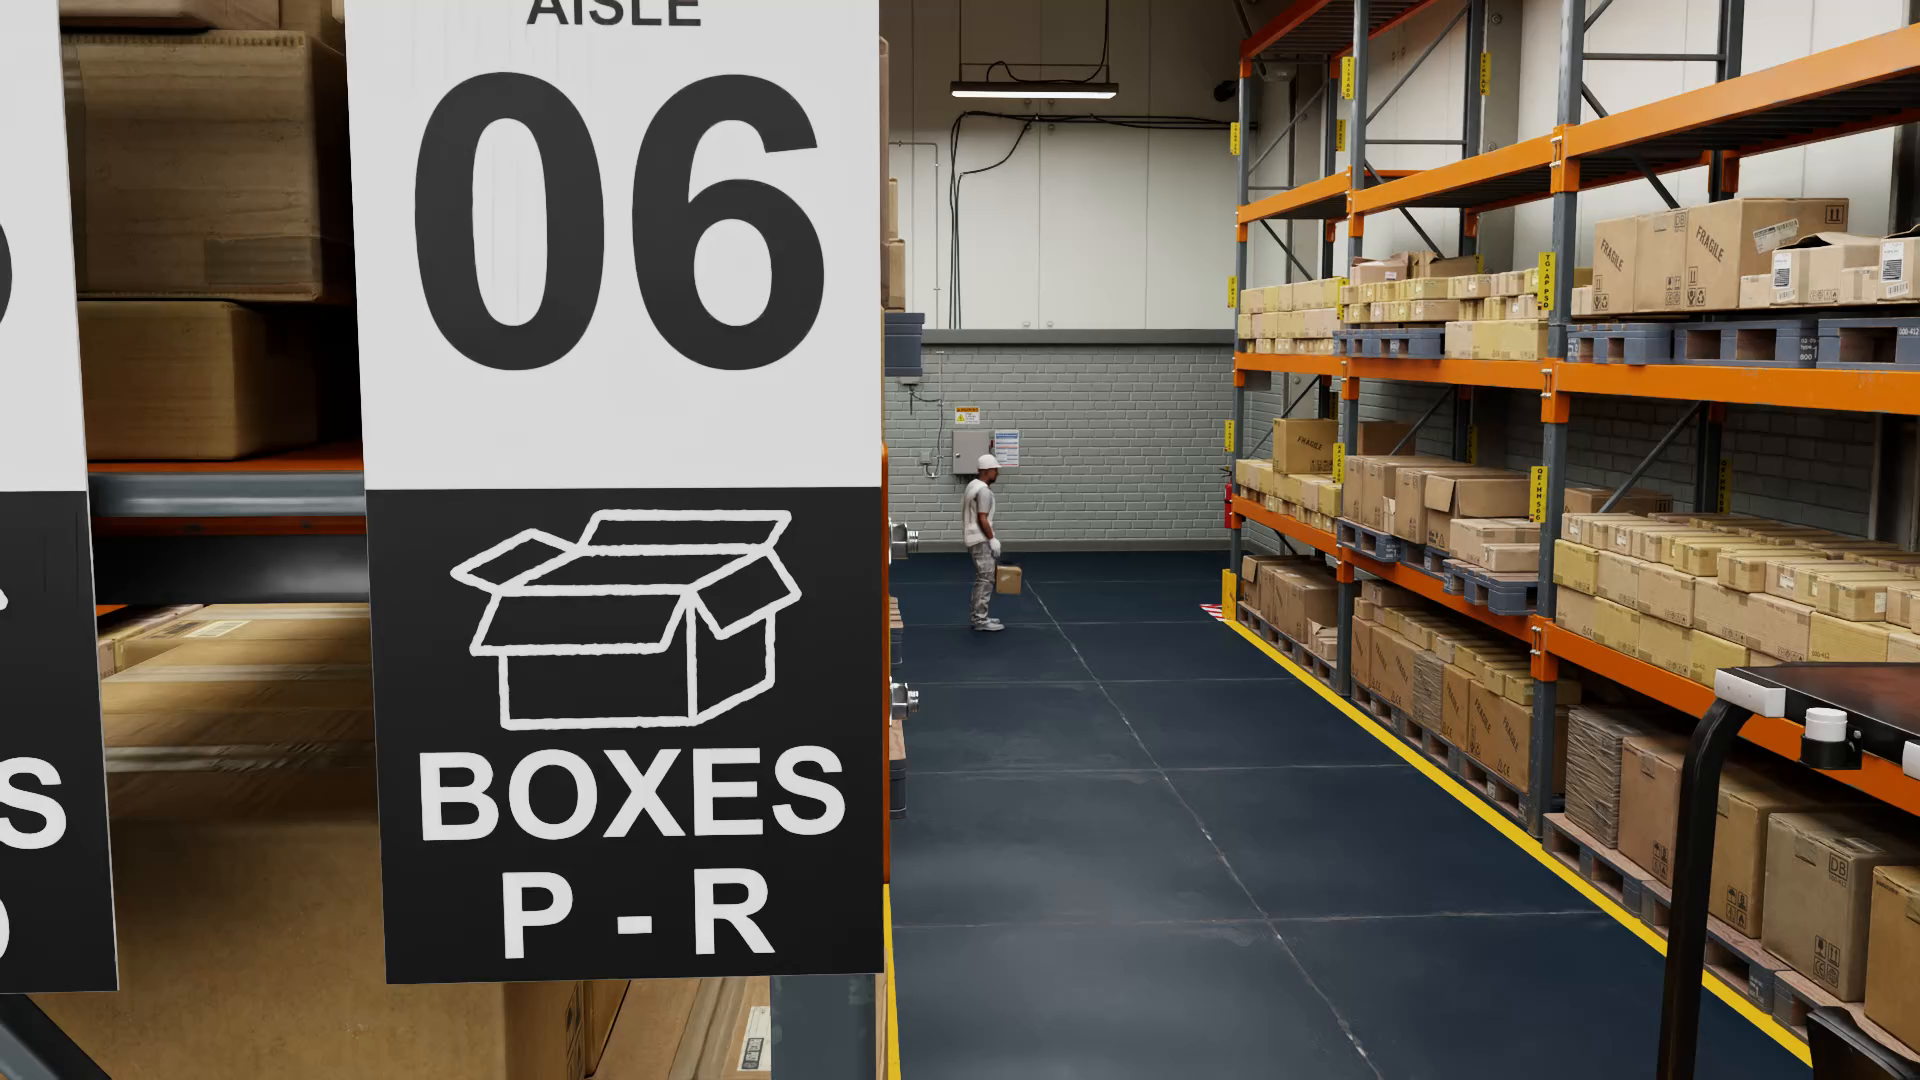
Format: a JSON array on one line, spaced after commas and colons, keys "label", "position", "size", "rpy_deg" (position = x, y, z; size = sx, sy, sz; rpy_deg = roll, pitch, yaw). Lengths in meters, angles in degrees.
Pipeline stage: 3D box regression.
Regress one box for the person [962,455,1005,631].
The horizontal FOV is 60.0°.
[{"label": "person", "position": [0.234, 0.019, 17.011], "size": [0.417, 1.780, 0.578], "rpy_deg": [-1, 7, -5]}]
